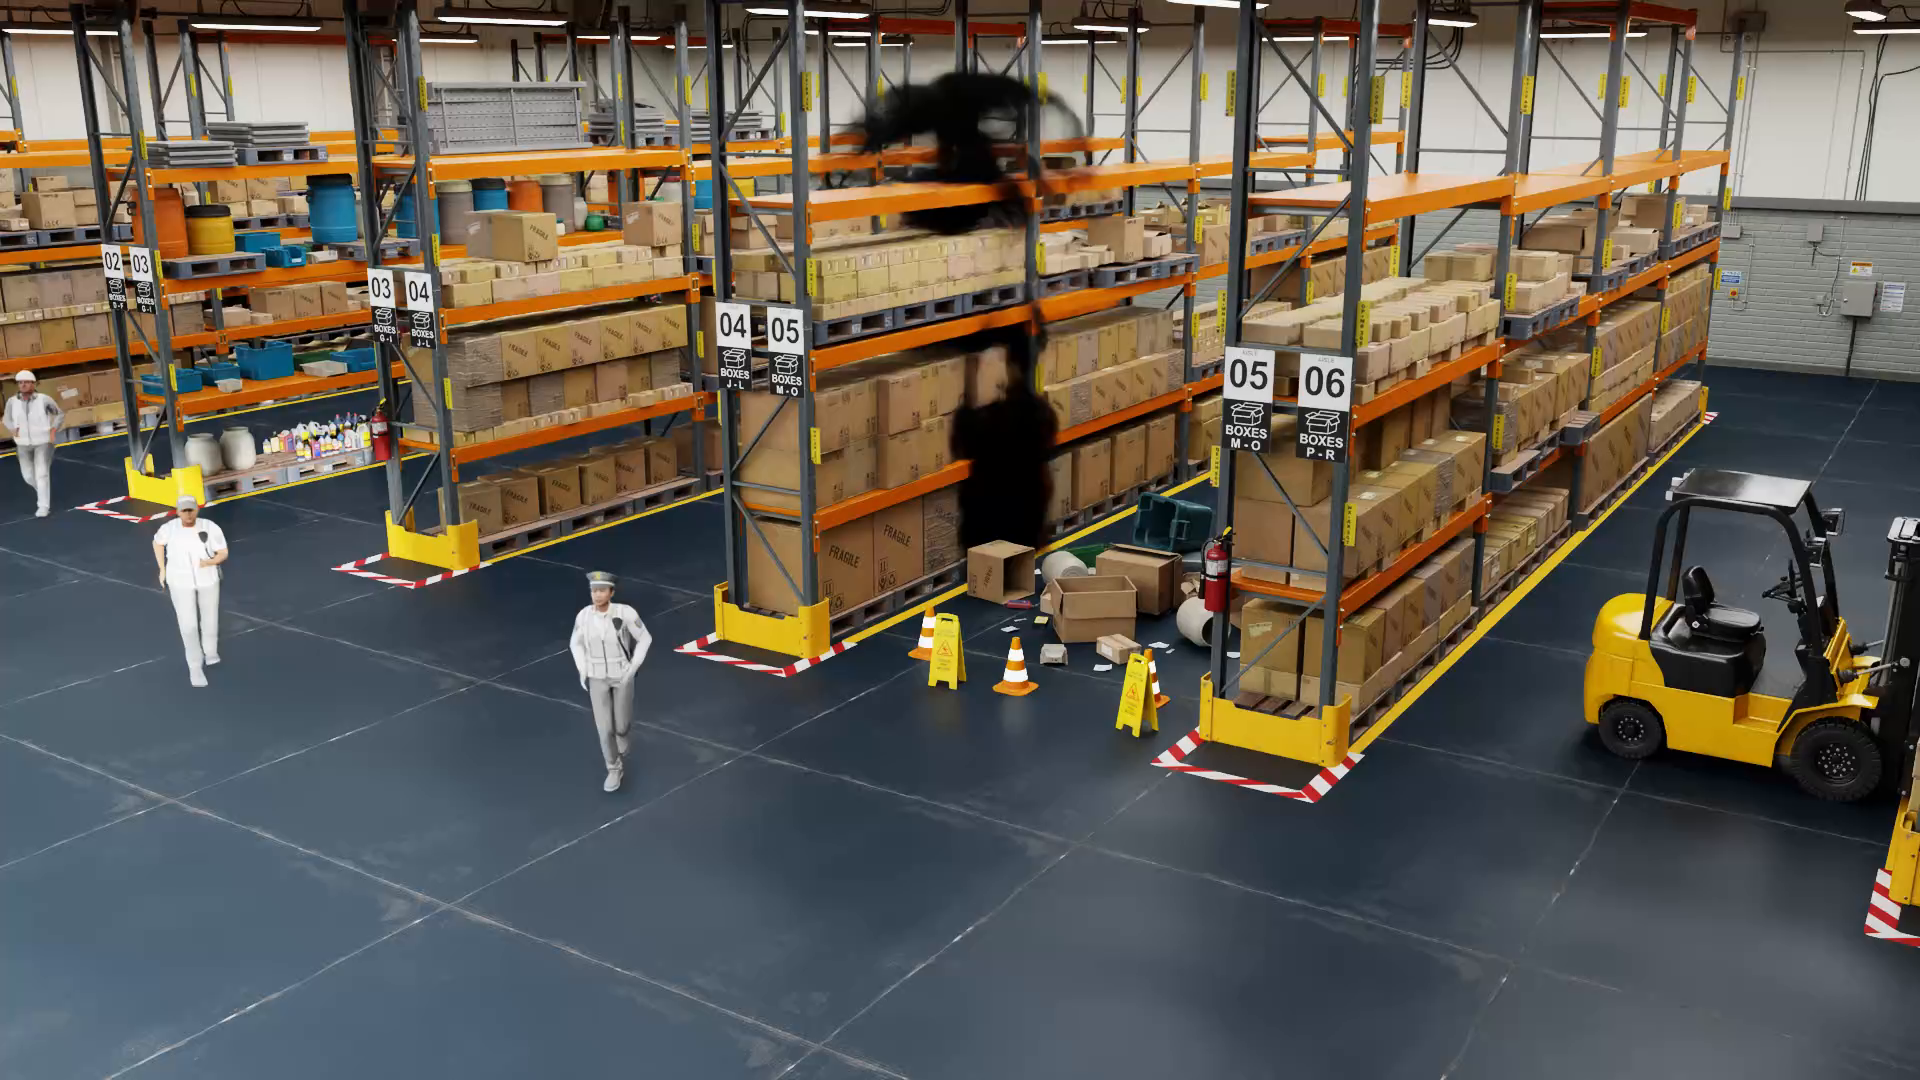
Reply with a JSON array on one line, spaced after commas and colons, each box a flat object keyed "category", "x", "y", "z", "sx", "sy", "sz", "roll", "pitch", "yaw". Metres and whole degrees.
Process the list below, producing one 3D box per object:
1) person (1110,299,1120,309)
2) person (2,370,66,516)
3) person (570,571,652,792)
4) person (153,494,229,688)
[{"category": "person", "x": 2.701, "y": -3.310, "z": 27.964, "sx": 0.673, "sy": 1.699, "sz": 0.705, "roll": 10, "pitch": 18, "yaw": 32}, {"category": "person", "x": -11.260, "y": -1.196, "z": 20.254, "sx": 0.683, "sy": 1.756, "sz": 0.765, "roll": -3, "pitch": 16, "yaw": -12}, {"category": "person", "x": -2.623, "y": 1.011, "z": 12.525, "sx": 0.615, "sy": 1.677, "sz": 0.586, "roll": -1, "pitch": 16, "yaw": -2}, {"category": "person", "x": -6.721, "y": 0.422, "z": 14.636, "sx": 0.570, "sy": 1.724, "sz": 0.821, "roll": -9, "pitch": 18, "yaw": -28}]
